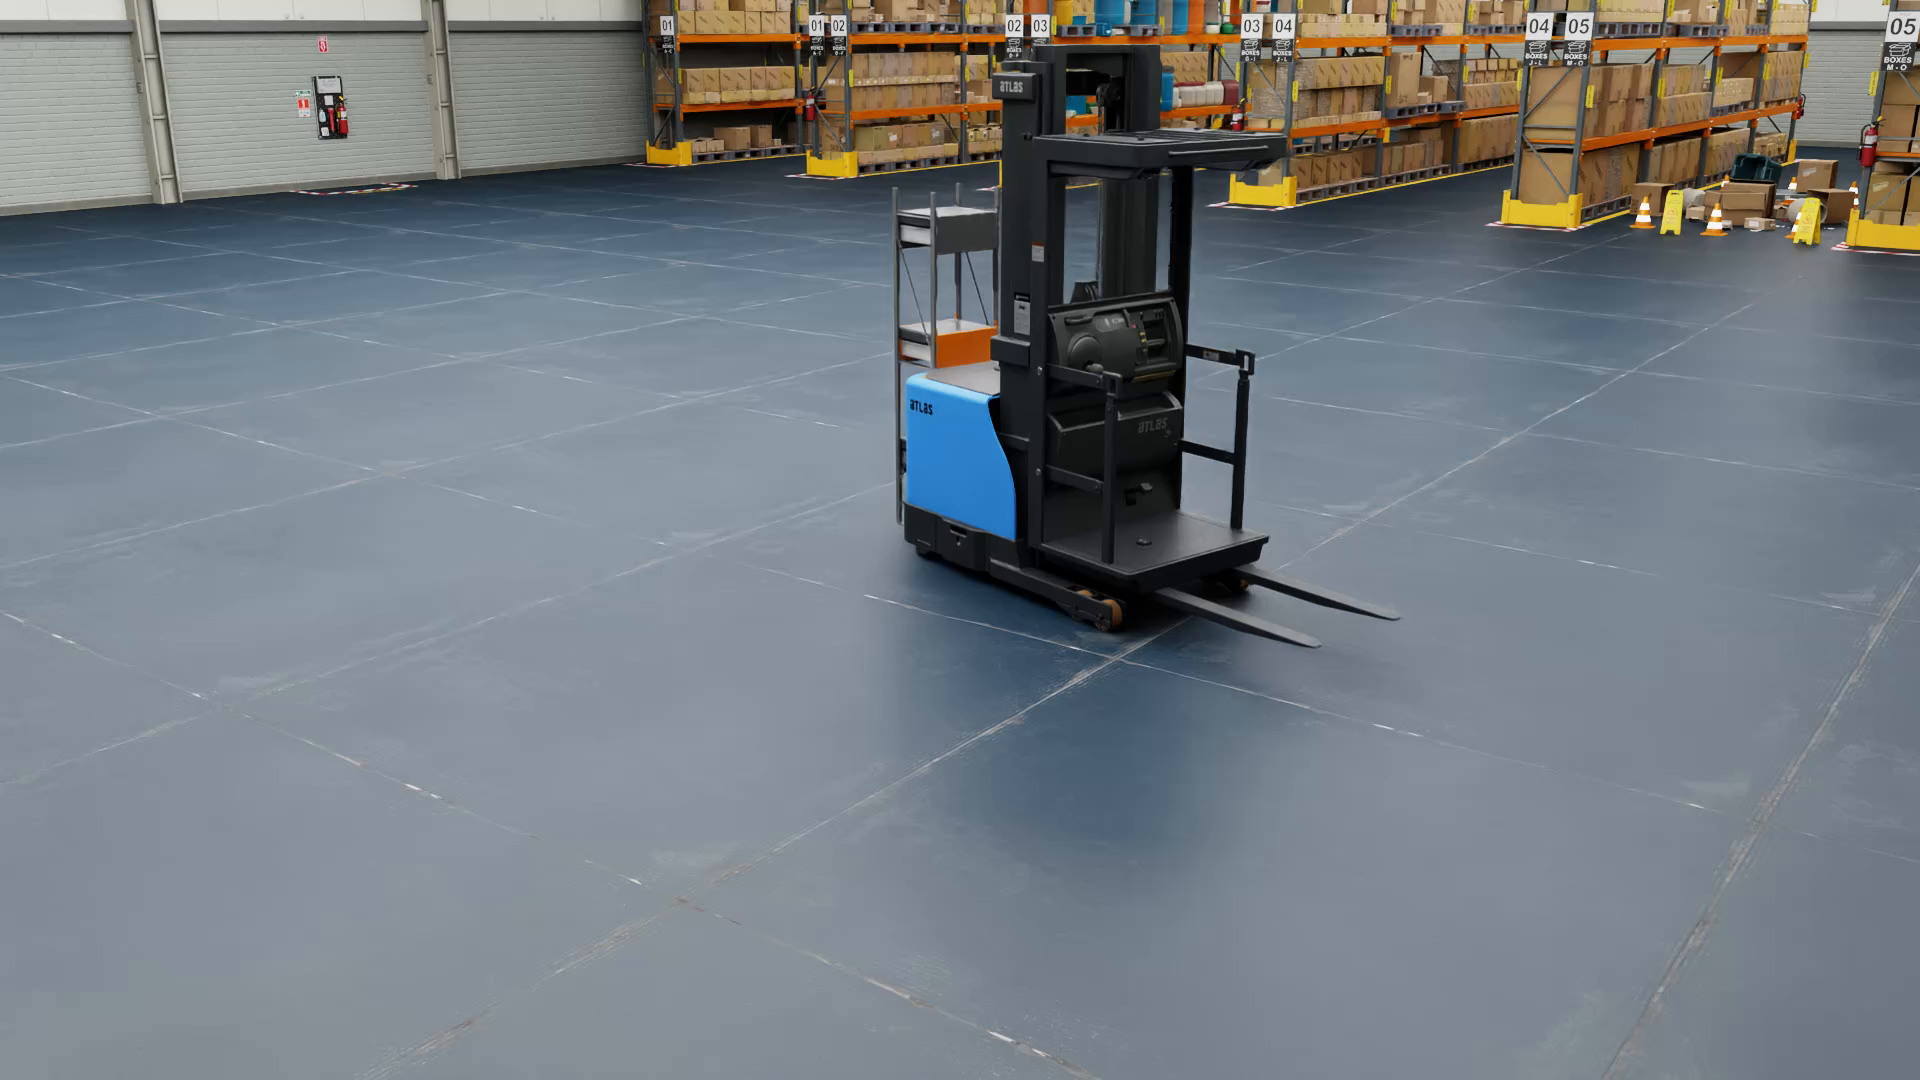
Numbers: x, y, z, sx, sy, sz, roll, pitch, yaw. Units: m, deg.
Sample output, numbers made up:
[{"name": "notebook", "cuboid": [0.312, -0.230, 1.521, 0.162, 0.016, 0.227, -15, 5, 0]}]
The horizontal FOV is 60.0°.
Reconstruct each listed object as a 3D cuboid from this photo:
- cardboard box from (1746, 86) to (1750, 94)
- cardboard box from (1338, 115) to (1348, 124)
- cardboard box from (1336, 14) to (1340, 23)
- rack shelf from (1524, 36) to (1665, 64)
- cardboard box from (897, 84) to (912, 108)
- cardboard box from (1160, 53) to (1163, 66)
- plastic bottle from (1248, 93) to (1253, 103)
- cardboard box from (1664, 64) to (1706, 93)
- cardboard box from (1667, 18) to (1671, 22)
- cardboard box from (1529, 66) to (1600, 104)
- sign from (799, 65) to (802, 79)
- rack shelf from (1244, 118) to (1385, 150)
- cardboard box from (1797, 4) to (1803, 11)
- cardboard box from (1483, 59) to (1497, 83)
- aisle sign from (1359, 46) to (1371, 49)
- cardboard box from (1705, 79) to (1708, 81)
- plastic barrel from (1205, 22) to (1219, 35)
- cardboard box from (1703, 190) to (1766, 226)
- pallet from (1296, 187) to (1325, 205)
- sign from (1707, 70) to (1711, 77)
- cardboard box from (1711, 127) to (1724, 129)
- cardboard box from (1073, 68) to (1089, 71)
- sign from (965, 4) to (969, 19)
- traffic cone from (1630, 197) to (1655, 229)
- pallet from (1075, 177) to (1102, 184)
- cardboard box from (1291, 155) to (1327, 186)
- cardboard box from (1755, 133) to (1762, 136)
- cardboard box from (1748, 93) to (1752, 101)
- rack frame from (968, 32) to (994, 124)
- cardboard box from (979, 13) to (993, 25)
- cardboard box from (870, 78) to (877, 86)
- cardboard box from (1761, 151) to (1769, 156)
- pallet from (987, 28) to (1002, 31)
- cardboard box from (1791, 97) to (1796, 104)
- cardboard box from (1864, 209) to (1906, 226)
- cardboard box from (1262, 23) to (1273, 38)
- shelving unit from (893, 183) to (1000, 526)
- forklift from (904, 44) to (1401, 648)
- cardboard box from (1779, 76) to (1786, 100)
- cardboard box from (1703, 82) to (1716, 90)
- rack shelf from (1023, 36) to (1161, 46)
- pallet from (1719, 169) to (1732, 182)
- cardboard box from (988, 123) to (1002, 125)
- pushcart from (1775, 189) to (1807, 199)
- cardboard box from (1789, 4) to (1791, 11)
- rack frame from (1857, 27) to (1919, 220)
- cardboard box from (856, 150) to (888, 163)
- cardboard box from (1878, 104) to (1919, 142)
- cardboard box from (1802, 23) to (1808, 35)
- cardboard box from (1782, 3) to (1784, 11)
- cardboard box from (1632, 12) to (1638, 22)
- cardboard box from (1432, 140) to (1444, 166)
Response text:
[{"name": "cardboard box", "cuboid": [16.122, -9.331, 34.448, 0.380, 0.149, 0.250, 13, 21, 35]}, {"name": "cardboard box", "cuboid": [6.870, -7.719, 30.465, 0.380, 0.149, 0.250, 12, 21, 35]}, {"name": "cardboard box", "cuboid": [6.547, -9.291, 29.628, 0.380, 0.149, 0.250, 12, 21, 34]}, {"name": "rack shelf", "cuboid": [10.399, -8.009, 27.130, 1.077, 0.370, 4.000, 12, 21, 35]}, {"name": "cardboard box", "cuboid": [-1.461, -9.621, 35.999, 0.700, 0.500, 0.500, 13, 22, 36]}, {"name": "cardboard box", "cuboid": [4.987, -12.541, 43.716, 0.500, 0.500, 0.500, 13, 22, 36]}, {"name": "plastic bottle", "cuboid": [6.590, -10.111, 37.955, 0.152, 0.276, 0.135, 12, 21, 35]}, {"name": "cardboard box", "cuboid": [13.698, -8.769, 31.568, 0.700, 0.500, 0.500, 12, 21, 34]}, {"name": "cardboard box", "cuboid": [12.150, -9.112, 28.821, 0.258, 0.266, 0.396, 12, 21, 34]}, {"name": "cardboard box", "cuboid": [9.459, -7.112, 26.014, 0.875, 0.550, 0.550, 12, 21, 35]}, {"name": "sign", "cuboid": [-3.827, -11.242, 39.927, 0.100, 0.325, 0.005, 12, 21, 35]}, {"name": "rack shelf", "cuboid": [6.475, -7.477, 30.475, 1.077, 0.370, 4.000, 12, 21, 35]}, {"name": "cardboard box", "cuboid": [18.330, -11.728, 36.633, 0.380, 0.149, 0.250, 13, 21, 36]}, {"name": "cardboard box", "cuboid": [11.284, -10.263, 36.374, 0.797, 0.503, 0.637, 13, 22, 36]}, {"name": "aisle sign", "cuboid": [10.644, -13.341, 43.763, 0.394, 0.787, 0.004, 12, 21, 35]}, {"name": "cardboard box", "cuboid": [15.134, -9.405, 34.185, 0.380, 0.149, 0.250, 12, 21, 34]}, {"name": "plastic barrel", "cuboid": [5.502, -11.147, 36.256, 0.301, 0.262, 0.301, 0, 17, 0]}, {"name": "cardboard box", "cuboid": [12.256, -5.266, 26.353, 0.797, 0.503, 0.637, -1, 17, -3]}, {"name": "pallet", "cuboid": [5.841, -6.217, 29.909, 1.003, 0.211, 1.213, 12, 21, 35]}, {"name": "sign", "cuboid": [15.917, -9.809, 35.312, 0.100, 0.325, 0.005, 12, 21, 35]}, {"name": "cardboard box", "cuboid": [15.704, -8.537, 34.919, 0.500, 0.250, 0.500, 11, 21, 32]}, {"name": "cardboard box", "cuboid": [3.080, -11.603, 41.673, 0.500, 0.500, 0.700, -15, 23, -40]}, {"name": "sign", "cuboid": [0.160, -11.667, 36.694, 0.100, 0.325, 0.005, 12, 21, 35]}, {"name": "traffic cone", "cuboid": [10.664, -5.107, 25.910, 0.336, 0.463, 0.334, 12, 21, 35]}, {"name": "pallet", "cuboid": [2.529, -7.396, 33.703, 1.003, 0.211, 1.213, 12, 21, 35]}, {"name": "cardboard box", "cuboid": [6.386, -6.790, 30.559, 0.500, 0.500, 0.500, 15, 23, 40]}, {"name": "cardboard box", "cuboid": [18.088, -9.226, 37.990, 0.380, 0.149, 0.250, 13, 21, 36]}, {"name": "cardboard box", "cuboid": [16.279, -9.252, 34.696, 0.380, 0.149, 0.250, 12, 21, 33]}, {"name": "rack frame", "cuboid": [0.500, -12.828, 46.494, 1.000, 3.000, 0.127, 12, 21, 35]}, {"name": "cardboard box", "cuboid": [0.413, -11.886, 37.947, 0.500, 0.250, 0.500, 10, 20, 29]}, {"name": "cardboard box", "cuboid": [-1.958, -9.631, 34.936, 0.380, 0.149, 0.250, 13, 21, 35]}, {"name": "cardboard box", "cuboid": [17.572, -8.487, 36.613, 0.380, 0.149, 0.250, 12, 21, 33]}, {"name": "pallet", "cuboid": [0.996, -14.411, 46.683, 1.003, 0.211, 1.213, 12, 21, 35]}, {"name": "cardboard box", "cuboid": [18.773, -10.006, 37.832, 0.380, 0.149, 0.250, 12, 21, 35]}, {"name": "cardboard box", "cuboid": [13.522, -4.726, 24.332, 0.500, 0.250, 0.500, 12, 21, 34]}, {"name": "cardboard box", "cuboid": [5.367, -8.864, 28.926, 0.500, 0.250, 0.500, 13, 21, 36]}, {"name": "shelving unit", "cuboid": [-0.083, -1.110, 10.277, 0.503, 2.100, 0.431, -13, 22, -37]}, {"name": "forklift", "cuboid": [0.983, -1.091, 8.814, 1.130, 2.935, 3.031, -13, 22, -37]}, {"name": "cardboard box", "cuboid": [17.768, -9.930, 36.493, 0.500, 0.500, 0.500, 14, 22, 37]}, {"name": "cardboard box", "cuboid": [14.407, -8.790, 32.204, 0.380, 0.149, 0.250, 12, 21, 35]}, {"name": "rack shelf", "cuboid": [2.498, -9.784, 32.848, 1.077, 0.370, 4.000, 12, 21, 35]}, {"name": "pallet", "cuboid": [15.168, -7.492, 34.014, 1.003, 0.211, 1.213, 12, 21, 35]}, {"name": "cardboard box", "cuboid": [0.937, -9.835, 39.840, 0.500, 0.311, 0.500, 12, 21, 33]}, {"name": "pushcart", "cuboid": [13.765, -5.684, 27.911, 1.648, 0.377, 0.936, 5, 18, 16]}, {"name": "cardboard box", "cuboid": [17.692, -11.487, 35.856, 0.380, 0.149, 0.250, 12, 21, 33]}, {"name": "rack frame", "cuboid": [13.243, -5.593, 23.195, 1.000, 3.000, 0.127, 12, 21, 35]}, {"name": "cardboard box", "cuboid": [-1.877, -8.191, 35.490, 0.500, 0.250, 0.500, 12, 21, 35]}, {"name": "cardboard box", "cuboid": [13.345, -5.960, 23.709, 0.500, 0.500, 0.500, 12, 21, 34]}, {"name": "cardboard box", "cuboid": [18.682, -11.460, 37.284, 0.500, 0.250, 0.500, 12, 21, 34]}, {"name": "cardboard box", "cuboid": [17.347, -11.366, 35.465, 0.380, 0.149, 0.250, 12, 21, 33]}, {"name": "cardboard box", "cuboid": [10.721, -8.450, 26.885, 0.380, 0.149, 0.250, 12, 21, 35]}, {"name": "cardboard box", "cuboid": [9.667, -8.102, 34.750, 0.700, 0.500, 0.500, 11, 20, 32]}]
